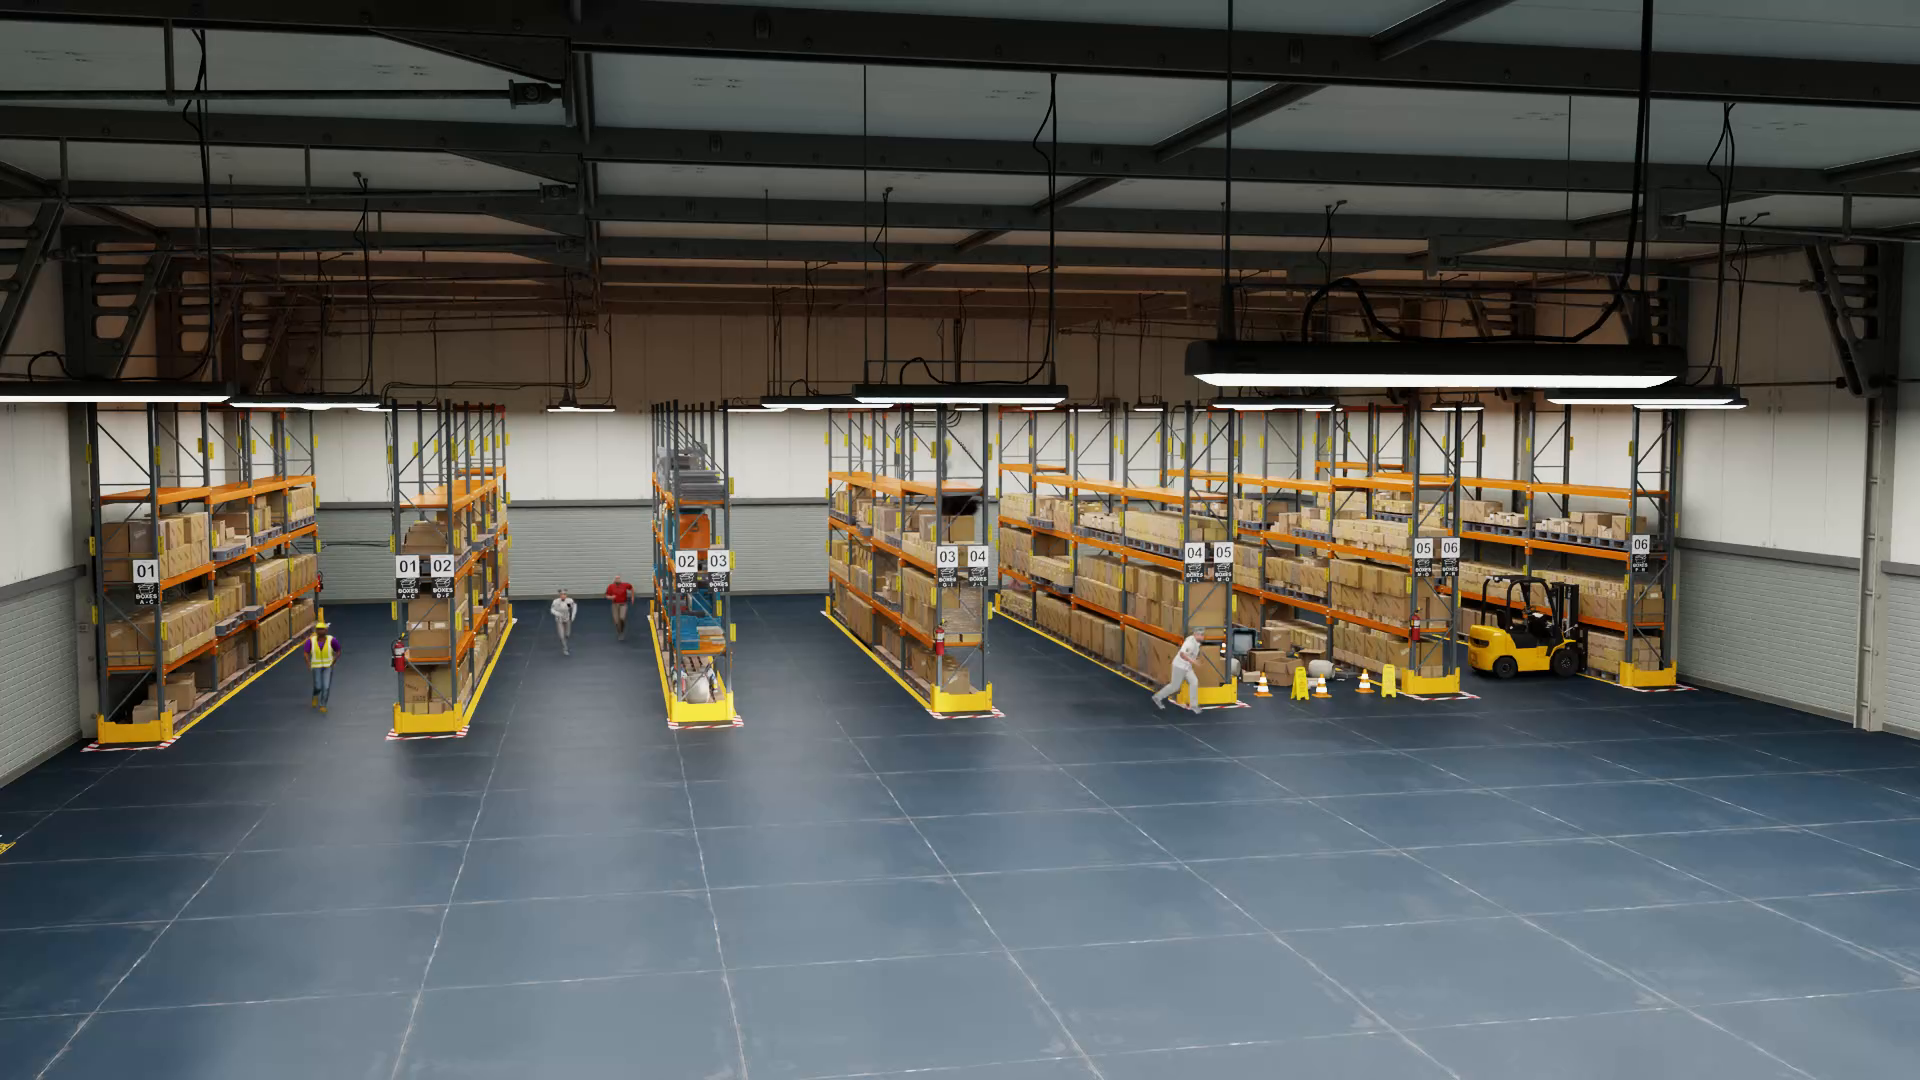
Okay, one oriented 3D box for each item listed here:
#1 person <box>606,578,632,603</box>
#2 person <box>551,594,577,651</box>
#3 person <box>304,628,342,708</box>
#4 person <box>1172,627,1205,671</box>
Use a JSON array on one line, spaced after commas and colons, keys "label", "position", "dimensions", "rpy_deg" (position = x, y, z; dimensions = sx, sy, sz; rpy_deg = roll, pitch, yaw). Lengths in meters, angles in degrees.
[{"label": "person", "position": [-8.622, 1.271, 42.019], "dimensions": [0.654, 0.682, 0.392], "rpy_deg": [-1, 4, -8]}, {"label": "person", "position": [-9.444, 1.920, 39.674], "dimensions": [0.604, 1.502, 0.534], "rpy_deg": [-1, 4, -13]}, {"label": "person", "position": [-12.253, 2.441, 31.997], "dimensions": [0.687, 1.629, 0.567], "rpy_deg": [-2, 5, -22]}, {"label": "person", "position": [4.385, 2.081, 31.863], "dimensions": [0.633, 0.856, 0.646], "rpy_deg": [2, 5, 20]}]
